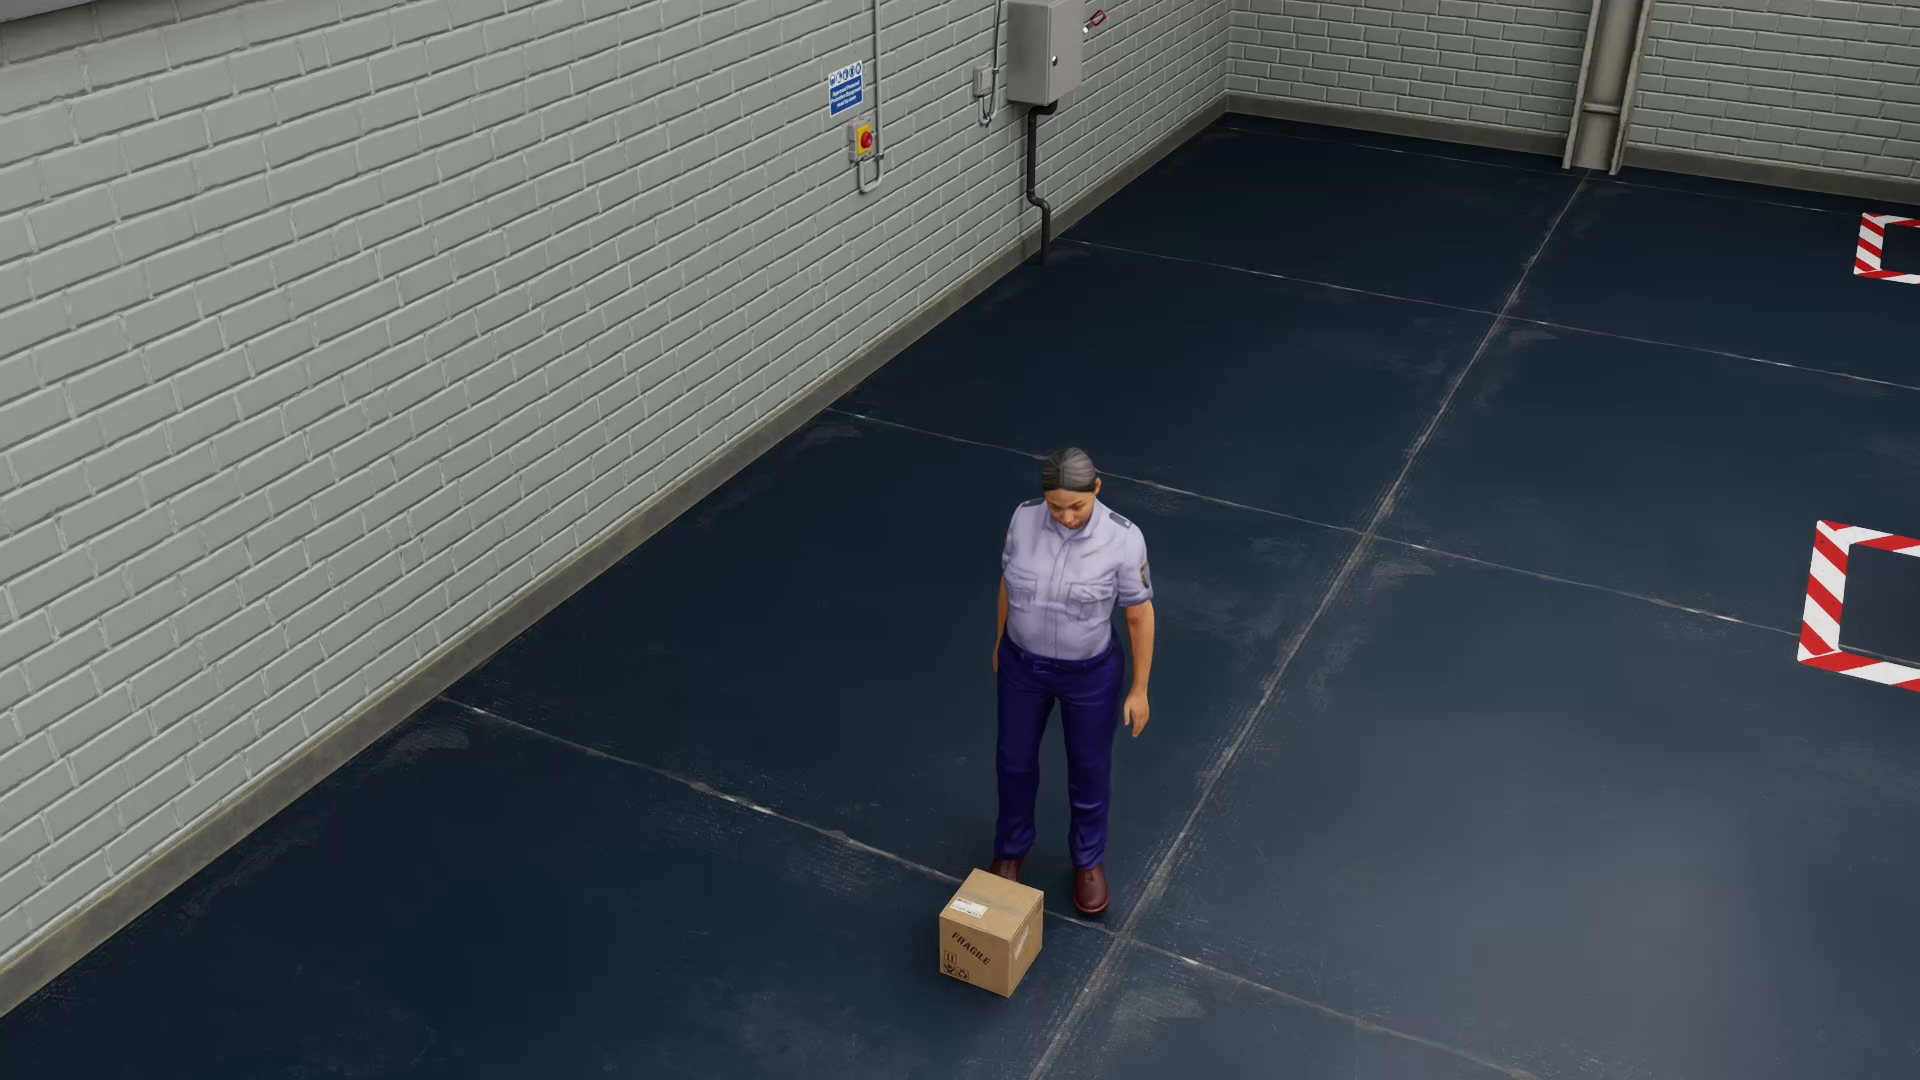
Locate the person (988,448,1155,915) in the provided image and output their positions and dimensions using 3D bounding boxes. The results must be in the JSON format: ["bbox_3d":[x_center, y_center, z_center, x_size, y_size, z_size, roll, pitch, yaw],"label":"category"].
[{"bbox_3d":[0.336,0.465,5.336,0.561,1.673,0.420,9,32,16],"label":"person"}]
